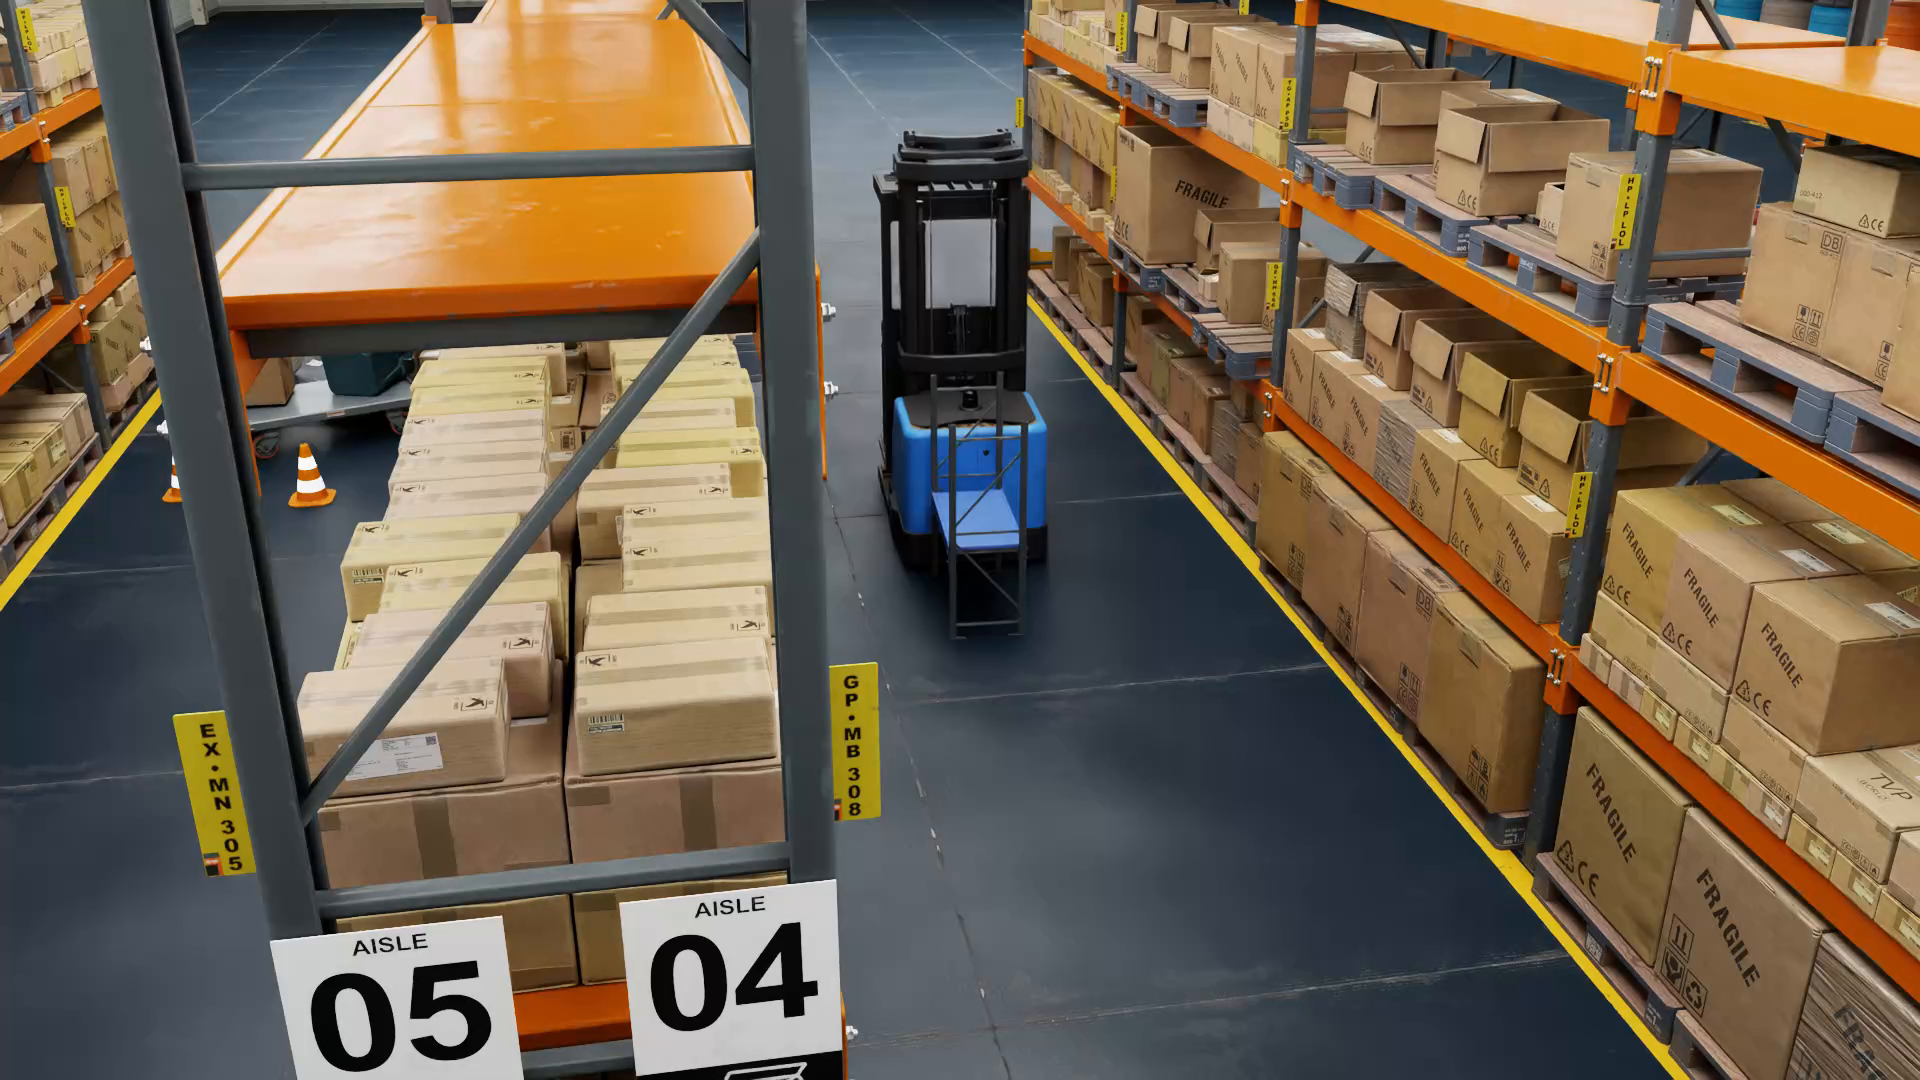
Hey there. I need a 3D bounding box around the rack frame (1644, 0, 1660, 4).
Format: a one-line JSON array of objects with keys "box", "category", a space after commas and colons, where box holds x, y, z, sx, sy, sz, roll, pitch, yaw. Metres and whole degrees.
[{"box": [6.811, -5.974, 14.929, 1.000, 3.000, 0.127, -4, 24, -10], "category": "rack frame"}]

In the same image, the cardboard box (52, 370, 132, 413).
[{"box": [-7.640, -1.310, 14.654, 0.500, 0.250, 0.500, -5, 24, -12], "category": "cardboard box"}]

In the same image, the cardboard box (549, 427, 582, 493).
[{"box": [-1.336, -0.111, 4.813, 0.500, 0.250, 0.500, -5, 24, -12], "category": "cardboard box"}]

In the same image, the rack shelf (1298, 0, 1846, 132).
[{"box": [3.053, -2.735, 8.910, 1.077, 0.370, 4.000, -4, 24, -10], "category": "rack shelf"}]

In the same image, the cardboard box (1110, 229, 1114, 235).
[{"box": [1.615, -2.806, 15.484, 0.380, 0.149, 0.250, -4, 24, -10], "category": "cardboard box"}]

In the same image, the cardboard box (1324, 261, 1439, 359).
[{"box": [2.802, -1.502, 10.805, 0.797, 0.503, 0.637, -3, 24, -8], "category": "cardboard box"}]

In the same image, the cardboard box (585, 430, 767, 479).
[{"box": [-0.831, -0.142, 4.884, 0.500, 0.250, 0.500, -5, 24, -12], "category": "cardboard box"}]

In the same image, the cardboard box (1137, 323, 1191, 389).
[{"box": [2.036, -1.672, 15.146, 0.700, 0.500, 0.500, -6, 24, -14], "category": "cardboard box"}]

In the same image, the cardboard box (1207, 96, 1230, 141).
[{"box": [2.159, -3.152, 12.401, 0.500, 0.250, 0.500, -4, 24, -8], "category": "cardboard box"}]

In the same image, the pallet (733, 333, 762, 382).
[{"box": [-1.480, -0.924, 7.347, 1.213, 0.211, 1.003, -4, 24, -10], "category": "pallet"}]

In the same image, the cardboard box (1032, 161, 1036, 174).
[{"box": [1.022, -4.187, 18.646, 0.380, 0.149, 0.250, -4, 24, -10], "category": "cardboard box"}]

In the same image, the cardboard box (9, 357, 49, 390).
[{"box": [-8.169, -1.614, 14.414, 0.500, 0.500, 0.500, -5, 24, -10], "category": "cardboard box"}]

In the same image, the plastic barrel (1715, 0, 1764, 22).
[{"box": [7.118, -4.646, 15.007, 0.600, 0.901, 0.708, -4, 24, -10], "category": "plastic barrel"}]

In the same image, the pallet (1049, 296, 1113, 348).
[{"box": [1.555, -2.323, 17.548, 1.003, 0.211, 1.213, -4, 24, -10], "category": "pallet"}]

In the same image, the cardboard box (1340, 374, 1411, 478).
[{"box": [2.701, -0.716, 10.259, 0.500, 0.500, 0.500, -5, 24, -11], "category": "cardboard box"}]

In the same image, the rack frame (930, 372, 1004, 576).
[{"box": [0.048, -0.446, 11.641, 0.500, 1.500, 0.032, -3, 24, -7], "category": "rack frame"}]

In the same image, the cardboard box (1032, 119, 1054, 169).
[{"box": [1.278, -4.396, 18.313, 0.875, 0.500, 0.500, -4, 24, -10], "category": "cardboard box"}]

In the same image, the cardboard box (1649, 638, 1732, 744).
[{"box": [3.339, 0.621, 7.139, 0.500, 0.250, 0.500, -4, 24, -10], "category": "cardboard box"}]

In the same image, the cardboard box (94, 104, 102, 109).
[{"box": [-8.140, -3.954, 16.053, 0.700, 0.500, 0.500, -4, 24, -9], "category": "cardboard box"}]

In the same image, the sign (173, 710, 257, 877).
[{"box": [-1.280, 0.442, 2.880, 0.100, 0.325, 0.005, -4, 24, -10], "category": "sign"}]

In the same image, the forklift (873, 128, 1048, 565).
[{"box": [-0.071, -1.720, 12.768, 1.130, 2.935, 3.031, -3, 24, -7], "category": "forklift"}]

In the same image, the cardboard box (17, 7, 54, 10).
[{"box": [-8.649, -4.863, 15.450, 0.380, 0.149, 0.250, -4, 24, -10], "category": "cardboard box"}]

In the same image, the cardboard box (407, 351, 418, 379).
[{"box": [-5.542, -1.746, 15.692, 0.797, 0.637, 0.503, -4, 24, -10], "category": "cardboard box"}]

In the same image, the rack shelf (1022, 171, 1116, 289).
[{"box": [1.573, -3.316, 17.235, 1.077, 0.370, 4.000, -4, 24, -10], "category": "rack shelf"}]

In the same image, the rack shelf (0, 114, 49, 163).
[{"box": [-7.426, -2.383, 11.353, 1.077, 0.370, 4.000, -4, 24, -10], "category": "rack shelf"}]

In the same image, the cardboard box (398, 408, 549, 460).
[{"box": [-1.344, -0.245, 4.622, 0.380, 0.149, 0.250, -5, 24, -11], "category": "cardboard box"}]

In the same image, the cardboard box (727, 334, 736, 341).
[{"box": [-0.998, -0.803, 5.901, 0.380, 0.149, 0.250, -4, 24, -10], "category": "cardboard box"}]

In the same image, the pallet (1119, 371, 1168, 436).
[{"box": [2.089, -1.275, 15.147, 1.003, 0.211, 1.213, -4, 24, -10], "category": "pallet"}]

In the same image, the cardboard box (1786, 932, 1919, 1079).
[{"box": [3.797, 2.039, 6.206, 0.875, 0.875, 0.875, -4, 24, -10], "category": "cardboard box"}]

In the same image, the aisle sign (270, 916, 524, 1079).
[{"box": [-1.012, 1.048, 3.096, 0.394, 0.787, 0.004, -4, 24, -10], "category": "aisle sign"}]

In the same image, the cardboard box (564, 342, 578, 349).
[{"box": [-1.535, -0.766, 5.815, 0.380, 0.149, 0.250, -5, 24, -10], "category": "cardboard box"}]

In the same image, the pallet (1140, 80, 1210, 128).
[{"box": [2.148, -3.489, 13.220, 1.213, 0.211, 1.003, -4, 24, -10], "category": "pallet"}]

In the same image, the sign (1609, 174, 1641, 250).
[{"box": [2.891, -1.424, 7.218, 0.100, 0.325, 0.005, -4, 24, -10], "category": "sign"}]

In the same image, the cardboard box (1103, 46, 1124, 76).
[{"box": [1.602, -4.324, 15.086, 0.500, 0.250, 0.500, -3, 24, -8], "category": "cardboard box"}]

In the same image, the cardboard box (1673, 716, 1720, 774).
[{"box": [3.299, 0.854, 7.102, 0.380, 0.149, 0.250, -5, 24, -11], "category": "cardboard box"}]

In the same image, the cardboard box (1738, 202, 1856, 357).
[{"box": [3.626, -1.067, 6.666, 0.700, 0.500, 0.500, -6, 24, -13], "category": "cardboard box"}]

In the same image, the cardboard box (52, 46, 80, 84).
[{"box": [-7.713, -3.963, 13.886, 0.500, 0.250, 0.500, -5, 24, -10], "category": "cardboard box"}]

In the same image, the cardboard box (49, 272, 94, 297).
[{"box": [-7.539, -2.158, 13.999, 0.380, 0.149, 0.250, -4, 24, -10], "category": "cardboard box"}]

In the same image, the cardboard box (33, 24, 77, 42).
[{"box": [-7.768, -4.302, 14.165, 0.380, 0.149, 0.250, -5, 24, -12], "category": "cardboard box"}]

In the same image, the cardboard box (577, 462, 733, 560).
[{"box": [-0.771, -0.076, 4.236, 0.380, 0.149, 0.250, -4, 24, -8], "category": "cardboard box"}]

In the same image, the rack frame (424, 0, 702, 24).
[{"box": [-1.470, -2.134, 6.135, 1.000, 3.000, 0.127, -4, 24, -10], "category": "rack frame"}]

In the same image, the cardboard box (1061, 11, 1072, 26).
[{"box": [1.234, -5.281, 16.778, 0.380, 0.149, 0.250, -5, 24, -12], "category": "cardboard box"}]

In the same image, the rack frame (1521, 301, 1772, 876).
[{"box": [3.423, 0.288, 8.085, 1.000, 3.000, 0.127, -4, 24, -10], "category": "rack frame"}]

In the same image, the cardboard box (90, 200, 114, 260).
[{"box": [-7.719, -2.697, 14.423, 0.500, 0.500, 0.500, -4, 24, -10], "category": "cardboard box"}]

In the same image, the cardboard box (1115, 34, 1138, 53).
[{"box": [1.599, -4.454, 14.884, 0.380, 0.149, 0.250, -4, 24, -8], "category": "cardboard box"}]

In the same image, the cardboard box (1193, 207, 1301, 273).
[{"box": [2.355, -2.423, 13.640, 0.797, 0.503, 0.637, -2, 24, -4], "category": "cardboard box"}]

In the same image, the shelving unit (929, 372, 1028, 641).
[{"box": [0.114, -0.245, 11.179, 0.538, 1.500, 1.048, -3, 24, -7], "category": "shelving unit"}]

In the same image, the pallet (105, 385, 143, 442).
[{"box": [-7.955, -1.109, 14.768, 1.003, 0.211, 1.213, -4, 24, -10], "category": "pallet"}]

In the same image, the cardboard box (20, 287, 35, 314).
[{"box": [-7.315, -1.817, 12.694, 0.380, 0.149, 0.250, -5, 24, -11], "category": "cardboard box"}]

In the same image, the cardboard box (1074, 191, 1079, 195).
[{"box": [1.381, -3.501, 17.076, 0.380, 0.149, 0.250, -4, 24, -10], "category": "cardboard box"}]

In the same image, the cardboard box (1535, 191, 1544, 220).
[{"box": [3.295, -1.761, 8.817, 0.380, 0.149, 0.250, -5, 24, -12], "category": "cardboard box"}]

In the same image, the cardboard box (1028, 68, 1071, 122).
[{"box": [1.038, -4.836, 18.071, 0.500, 0.500, 0.500, -4, 24, -10], "category": "cardboard box"}]

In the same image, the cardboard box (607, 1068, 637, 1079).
[{"box": [-0.553, 1.352, 3.903, 0.500, 0.500, 0.500, -4, 24, -10], "category": "cardboard box"}]
